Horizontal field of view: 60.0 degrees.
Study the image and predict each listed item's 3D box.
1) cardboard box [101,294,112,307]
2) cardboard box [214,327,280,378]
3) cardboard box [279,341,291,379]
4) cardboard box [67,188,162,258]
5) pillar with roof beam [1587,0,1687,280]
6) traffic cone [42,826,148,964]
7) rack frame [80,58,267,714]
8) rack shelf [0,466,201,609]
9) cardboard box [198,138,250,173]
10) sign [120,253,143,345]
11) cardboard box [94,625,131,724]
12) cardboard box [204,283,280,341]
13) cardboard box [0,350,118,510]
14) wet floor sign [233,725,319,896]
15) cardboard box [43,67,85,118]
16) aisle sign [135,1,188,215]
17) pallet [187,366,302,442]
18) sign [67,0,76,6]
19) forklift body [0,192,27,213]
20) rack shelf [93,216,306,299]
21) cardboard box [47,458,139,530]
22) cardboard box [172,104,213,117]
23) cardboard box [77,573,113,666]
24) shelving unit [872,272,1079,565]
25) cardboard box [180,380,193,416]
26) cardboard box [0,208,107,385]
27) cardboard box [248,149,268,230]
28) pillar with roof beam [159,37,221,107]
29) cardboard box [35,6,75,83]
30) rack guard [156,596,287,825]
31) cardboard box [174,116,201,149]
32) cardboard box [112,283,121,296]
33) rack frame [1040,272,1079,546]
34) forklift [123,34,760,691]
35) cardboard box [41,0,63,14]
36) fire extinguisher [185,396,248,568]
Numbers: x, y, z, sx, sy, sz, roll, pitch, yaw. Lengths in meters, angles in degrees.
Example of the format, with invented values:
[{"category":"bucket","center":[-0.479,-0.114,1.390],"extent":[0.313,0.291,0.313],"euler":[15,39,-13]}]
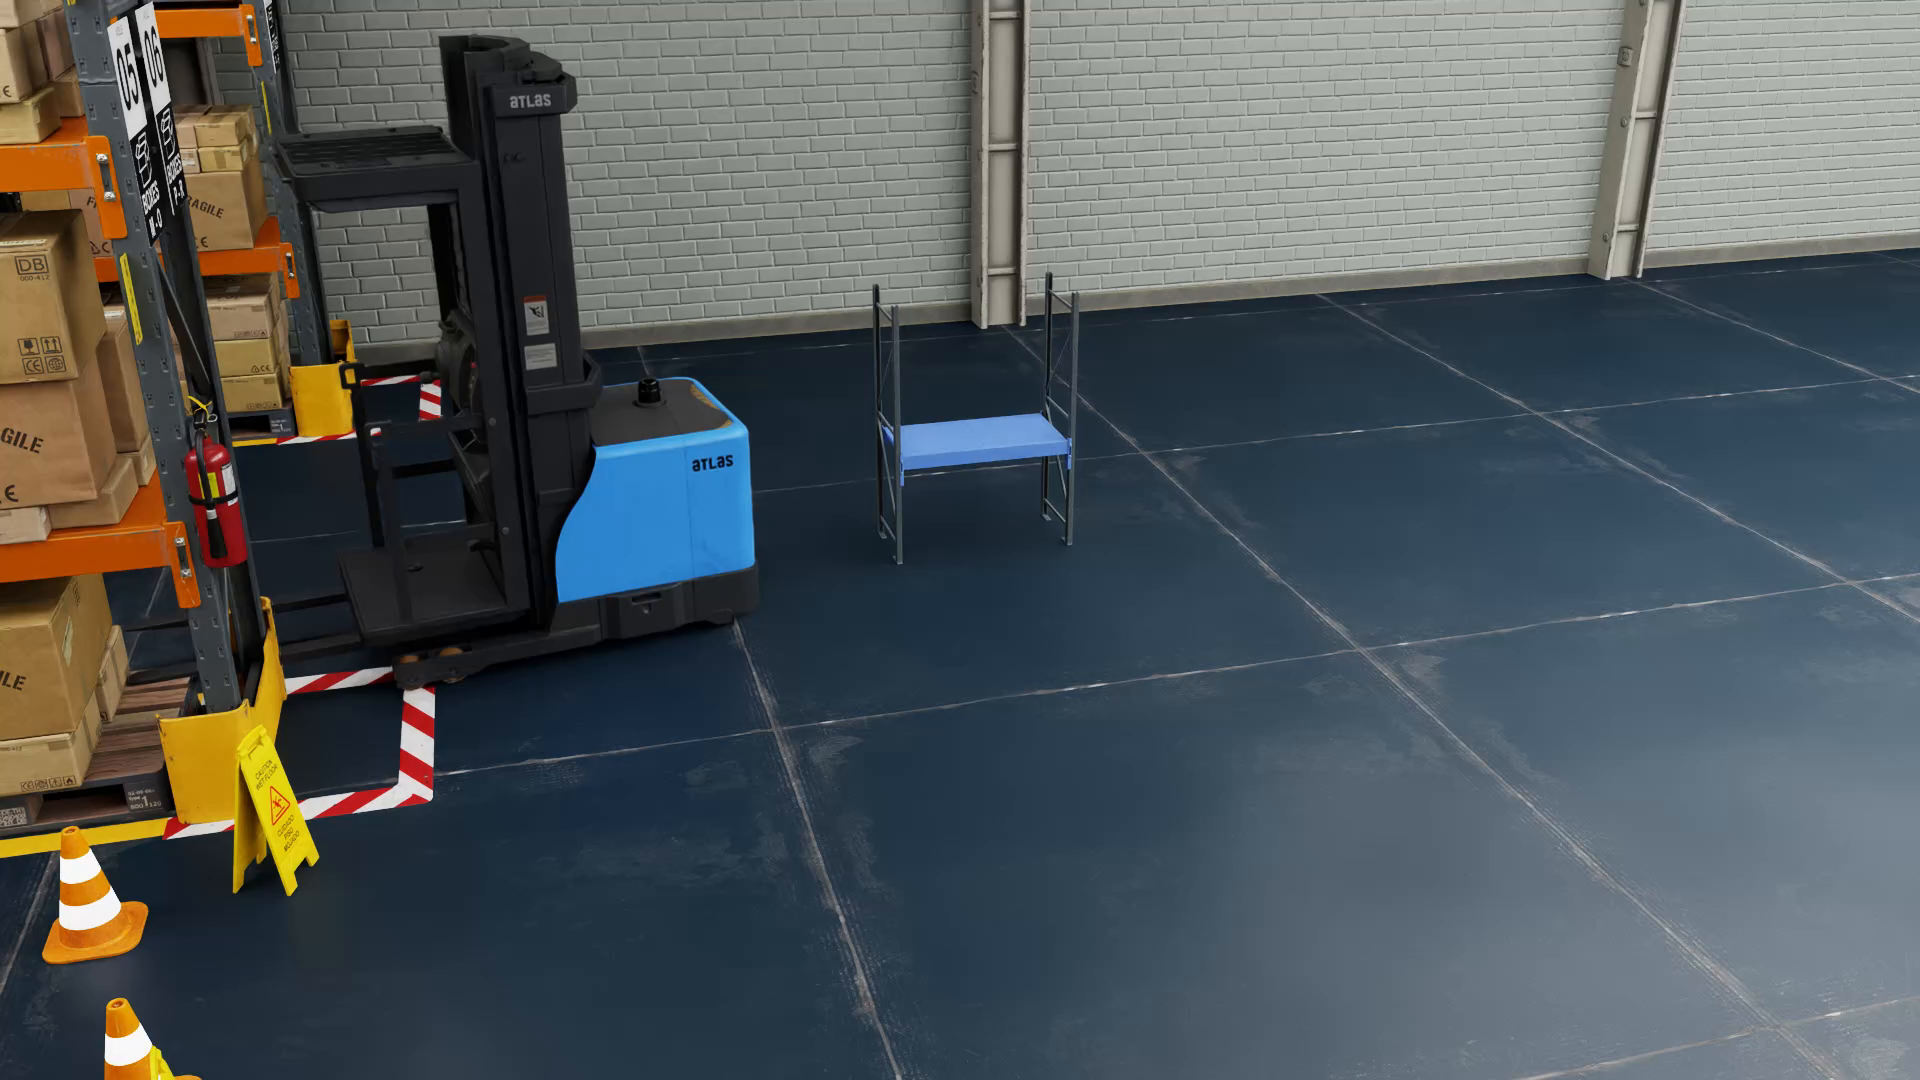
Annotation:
[{"category":"cardboard box","center":[-5.873,-1.418,10.937],"extent":[0.500,0.250,0.500],"euler":[-6,24,-14]},{"category":"cardboard box","center":[-4.925,-1.299,11.294],"extent":[0.500,0.250,0.500],"euler":[-7,24,-15]},{"category":"cardboard box","center":[-5.066,-1.262,11.841],"extent":[0.500,0.250,0.500],"euler":[-6,24,-14]},{"category":"cardboard box","center":[-5.446,-2.153,10.836],"extent":[0.500,0.500,0.500],"euler":[-6,24,-13]},{"category":"pillar with roof beam","center":[7.262,-4.979,9.942],"extent":[0.400,9.000,9.100],"euler":[-6,24,-14]},{"category":"traffic cone","center":[-3.262,1.275,6.192],"extent":[0.334,0.463,0.336],"euler":[-6,24,-14]},{"category":"rack frame","center":[-3.196,-0.426,6.940],"extent":[0.127,3.000,1.000],"euler":[-6,24,-14]},{"category":"rack shelf","center":[-5.122,0.117,6.585],"extent":[4.000,0.370,1.077],"euler":[-6,24,-14]},{"category":"cardboard box","center":[-4.799,-2.511,10.849],"extent":[0.250,0.149,0.380],"euler":[-6,24,-14]},{"category":"sign","center":[-3.066,-0.891,6.153],"extent":[0.005,0.325,0.100],"euler":[-6,24,-14]},{"category":"cardboard box","center":[-4.048,0.625,7.444],"extent":[0.500,0.250,0.500],"euler":[-7,24,-15]},{"category":"cardboard box","center":[-4.900,-1.532,11.203],"extent":[0.500,0.250,0.500],"euler":[-5,24,-13]},{"category":"cardboard box","center":[-3.644,-0.447,6.483],"extent":[0.500,0.500,0.500],"euler":[-7,24,-15]},{"category":"wet floor sign","center":[-2.724,1.041,6.505],"extent":[0.232,0.644,0.267],"euler":[2,23,4]},{"category":"cardboard box","center":[-3.603,-1.777,6.603],"extent":[0.250,0.149,0.380],"euler":[-6,24,-14]},{"category":"aisle sign","center":[-3.220,-1.745,6.717],"extent":[0.004,0.787,0.394],"euler":[-6,24,-14]},{"category":"pallet","center":[-5.266,-0.932,11.654],"extent":[1.213,0.211,1.003],"euler":[-6,24,-14]},{"category":"sign","center":[-3.066,-1.999,5.678],"extent":[0.005,0.325,0.100],"euler":[-6,24,-14]},{"category":"forklift body","center":[-5.874,-1.026,9.413],"extent":[1.214,2.155,2.313],"euler":[-6,24,-14]},{"category":"rack shelf","center":[-6.466,-1.767,10.976],"extent":[4.000,0.370,1.077],"euler":[-6,24,-14]},{"category":"cardboard box","center":[-3.499,-0.190,6.707],"extent":[0.250,0.149,0.380],"euler":[-5,24,-13]},{"category":"cardboard box","center":[-5.195,-2.832,11.220],"extent":[0.250,0.149,0.380],"euler":[-5,24,-13]},{"category":"cardboard box","center":[-4.070,0.283,7.289],"extent":[0.500,0.500,0.500],"euler":[-7,24,-16]},{"category":"shelving unit","center":[0.082,-0.698,9.475],"extent":[1.048,1.500,0.538],"euler":[-6,24,-14]},{"category":"cardboard box","center":[-5.389,-1.021,11.279],"extent":[0.500,0.250,0.500],"euler":[-6,24,-14]},{"category":"cardboard box","center":[-3.629,-0.931,6.344],"extent":[0.500,0.500,0.700],"euler":[-7,24,-16]},{"category":"cardboard box","center":[-5.093,-2.409,11.434],"extent":[0.500,0.500,0.500],"euler":[-6,24,-13]},{"category":"pillar with roof beam","center":[-4.292,-3.701,6.963],"extent":[0.400,9.000,9.100],"euler":[-6,24,-14]},{"category":"cardboard box","center":[-3.752,-1.920,6.430],"extent":[0.500,0.250,0.500],"euler":[-7,24,-15]},{"category":"rack guard","center":[-3.269,0.730,7.414],"extent":[0.348,0.500,1.175],"euler":[-6,24,-14]},{"category":"cardboard box","center":[-5.058,-2.635,10.761],"extent":[0.250,0.149,0.380],"euler":[-6,24,-14]},{"category":"cardboard box","center":[-5.535,-1.666,11.514],"extent":[0.500,0.250,0.500],"euler":[-6,24,-14]},{"category":"rack frame","center":[0.572,-0.752,9.602],"extent":[0.032,1.500,0.500],"euler":[-6,24,-14]},{"category":"forklift","center":[-2.615,-0.855,8.025],"extent":[3.031,2.935,1.130],"euler":[-10,25,-23]},{"category":"cardboard box","center":[-3.594,-2.096,6.333],"extent":[0.250,0.149,0.380],"euler":[-6,24,-15]},{"category":"fire extinguisher","center":[-2.962,-0.228,6.576],"extent":[0.183,0.674,0.296],"euler":[-6,24,-14]}]
